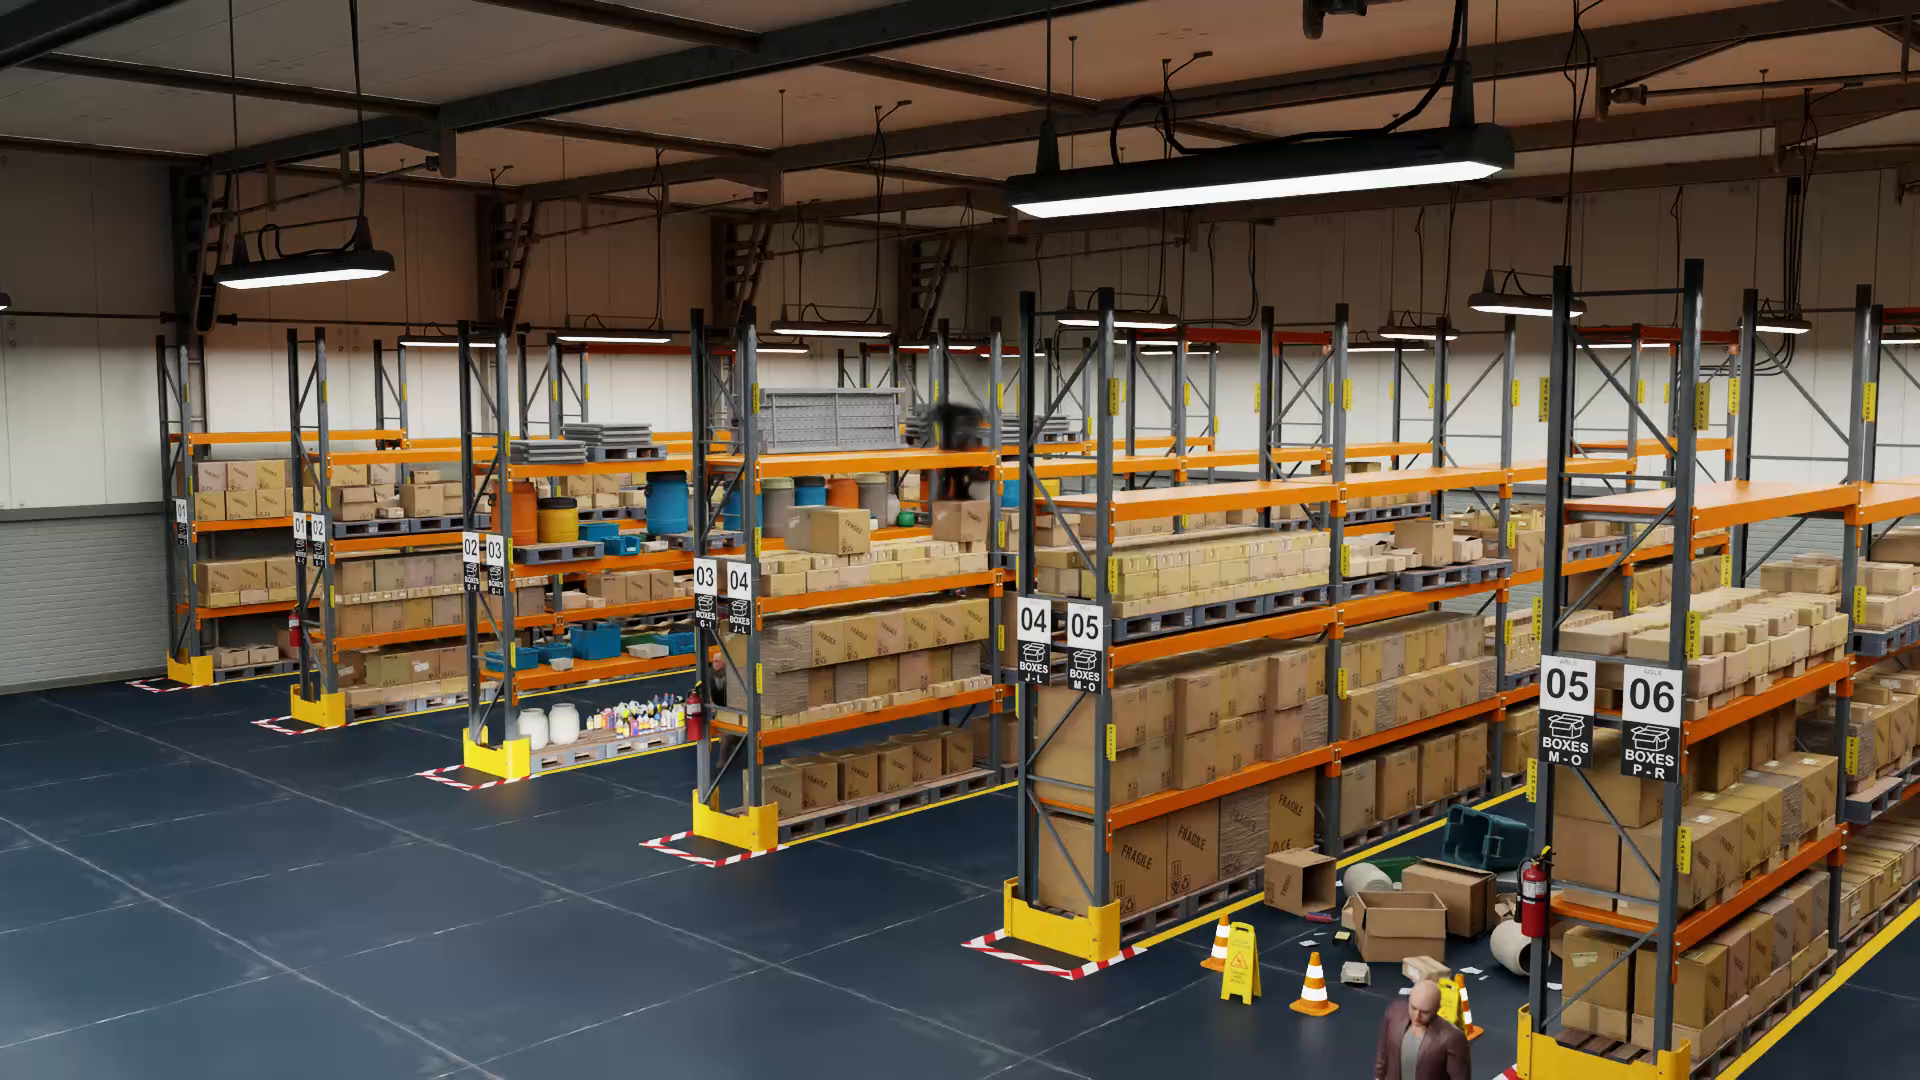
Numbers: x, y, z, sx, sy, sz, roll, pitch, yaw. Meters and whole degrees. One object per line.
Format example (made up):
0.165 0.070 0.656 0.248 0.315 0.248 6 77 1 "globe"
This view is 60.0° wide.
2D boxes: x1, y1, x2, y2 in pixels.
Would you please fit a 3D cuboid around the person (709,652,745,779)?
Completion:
-3.072 2.278 22.185 0.684 1.685 1.002 1 5 11 "person"

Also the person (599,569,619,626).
-6.837 1.299 32.639 0.586 1.593 0.909 2 6 23 "person"

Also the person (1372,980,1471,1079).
2.753 3.379 9.944 0.827 1.687 0.649 5 7 41 "person"
